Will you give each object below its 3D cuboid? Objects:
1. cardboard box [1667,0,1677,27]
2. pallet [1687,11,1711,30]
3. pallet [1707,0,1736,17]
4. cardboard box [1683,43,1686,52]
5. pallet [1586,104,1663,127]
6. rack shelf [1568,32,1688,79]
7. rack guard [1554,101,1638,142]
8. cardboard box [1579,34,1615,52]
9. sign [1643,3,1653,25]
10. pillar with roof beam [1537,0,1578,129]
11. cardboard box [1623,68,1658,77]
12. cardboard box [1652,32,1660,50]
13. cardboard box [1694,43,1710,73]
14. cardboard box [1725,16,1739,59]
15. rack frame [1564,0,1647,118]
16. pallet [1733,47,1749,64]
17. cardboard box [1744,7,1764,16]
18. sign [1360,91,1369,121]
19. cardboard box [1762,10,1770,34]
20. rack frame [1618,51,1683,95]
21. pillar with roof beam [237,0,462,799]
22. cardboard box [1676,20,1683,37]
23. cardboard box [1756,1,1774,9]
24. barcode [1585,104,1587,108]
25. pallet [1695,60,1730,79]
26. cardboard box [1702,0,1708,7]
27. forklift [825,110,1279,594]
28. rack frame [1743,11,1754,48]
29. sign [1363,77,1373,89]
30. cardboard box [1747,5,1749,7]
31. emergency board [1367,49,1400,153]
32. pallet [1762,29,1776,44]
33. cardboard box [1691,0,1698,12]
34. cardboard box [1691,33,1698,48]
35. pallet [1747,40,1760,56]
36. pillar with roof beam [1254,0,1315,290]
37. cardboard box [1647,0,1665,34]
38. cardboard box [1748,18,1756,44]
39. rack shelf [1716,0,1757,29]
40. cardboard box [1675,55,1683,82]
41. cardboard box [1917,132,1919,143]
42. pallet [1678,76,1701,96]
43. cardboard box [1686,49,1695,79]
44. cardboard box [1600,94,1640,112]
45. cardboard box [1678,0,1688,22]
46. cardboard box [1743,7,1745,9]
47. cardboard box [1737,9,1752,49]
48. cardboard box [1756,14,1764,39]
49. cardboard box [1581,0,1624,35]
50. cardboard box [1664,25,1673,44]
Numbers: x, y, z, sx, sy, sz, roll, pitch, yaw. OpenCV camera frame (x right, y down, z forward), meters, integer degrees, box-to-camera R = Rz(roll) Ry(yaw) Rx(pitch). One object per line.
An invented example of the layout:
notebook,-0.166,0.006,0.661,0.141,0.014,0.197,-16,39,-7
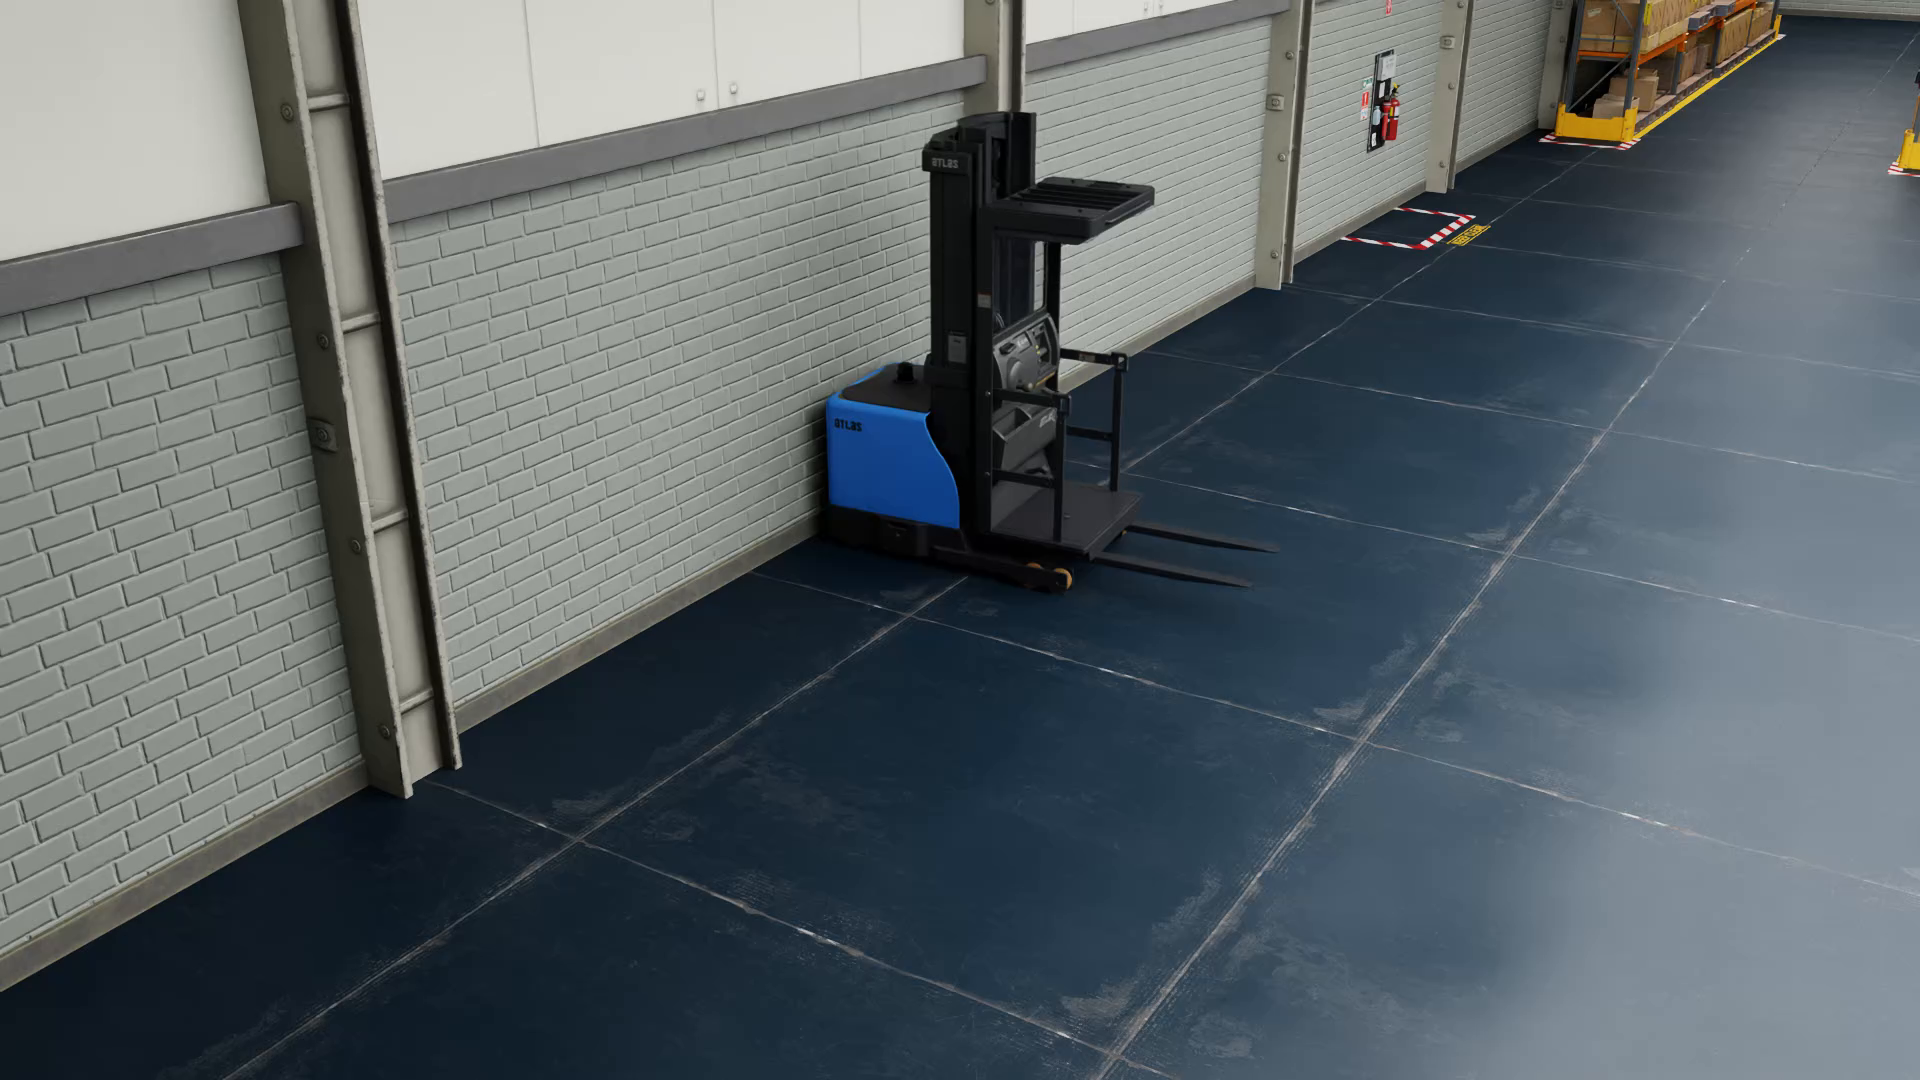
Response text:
cardboard box,11.434,-8.709,27.311,0.500,0.500,0.500,15,27,31
pallet,12.754,-9.301,29.701,1.003,0.211,1.213,14,27,29
pallet,14.052,-10.161,31.687,1.213,0.211,1.003,14,27,29
cardboard box,13.102,-9.138,30.732,0.500,0.250,0.500,13,27,27
pallet,11.260,-7.235,28.196,1.003,0.211,1.213,14,27,29
rack shelf,11.172,-8.157,27.721,1.077,0.370,4.000,14,27,29
rack guard,10.157,-6.690,26.575,1.175,0.500,0.348,14,27,29
cardboard box,10.199,-7.950,26.503,0.500,0.250,0.500,14,27,30
sign,10.578,-8.095,25.584,0.100,0.325,0.005,14,27,29
pillar with roof beam,13.409,-10.080,23.708,9.100,9.000,0.400,14,27,29
cardboard box,11.714,-7.858,28.718,0.500,0.500,0.500,12,26,25
cardboard box,10.906,-8.028,26.683,0.500,0.250,0.500,13,27,27
cardboard box,14.002,-9.313,32.079,0.700,0.500,0.500,14,27,30
cardboard box,15.304,-10.233,33.789,0.750,0.750,0.750,14,27,29
rack frame,10.117,-7.812,26.019,1.000,3.000,0.127,14,27,29
pallet,16.104,-10.306,35.290,1.003,0.211,1.213,14,27,29
cardboard box,17.540,-11.690,36.778,0.380,0.149,0.250,13,27,27
sign,4.872,-5.229,20.009,0.001,0.329,0.234,14,27,29
cardboard box,18.009,-11.831,37.922,0.700,0.500,0.500,14,27,29
rack frame,12.227,-9.162,29.137,1.000,3.000,0.127,14,27,29
pillar with roof beam,0.749,-1.980,4.996,9.100,9.000,0.400,14,27,29
cardboard box,11.965,-8.712,28.263,0.500,0.250,0.500,14,27,29
cardboard box,18.360,-12.216,37.995,0.380,0.149,0.250,14,27,28
barcode,10.228,-7.088,27.167,0.001,0.075,0.075,14,27,29
pallet,14.817,-9.482,33.388,1.003,0.211,1.213,14,27,29
cardboard box,13.460,-10.174,30.795,0.700,0.500,0.500,14,27,29
forklift,0.622,-1.233,10.908,3.031,2.935,1.130,11,26,24
rack frame,16.447,-11.862,35.375,1.000,3.000,0.127,14,27,29
sign,4.881,-5.472,19.903,0.001,0.109,0.331,14,27,29
cardboard box,17.502,-11.954,37.388,0.380,0.149,0.250,14,27,29
emergency board,5.251,-5.378,20.397,0.194,1.169,0.643,14,27,29
pallet,18.202,-11.646,38.386,1.003,0.211,1.213,14,27,29
cardboard box,12.826,-9.761,29.843,0.700,0.500,0.500,17,29,34
cardboard box,13.648,-9.477,31.516,0.500,0.250,0.500,14,27,30
pallet,16.915,-10.822,36.484,1.003,0.211,1.213,14,27,29
pillar with roof beam,7.079,-6.030,14.352,9.100,9.000,0.400,14,27,29
cardboard box,10.894,-8.359,26.503,0.500,0.500,0.500,14,27,29
cardboard box,16.929,-11.138,36.321,0.700,0.500,0.500,14,27,30
rack shelf,15.392,-10.857,33.958,1.077,0.370,4.000,14,27,29
cardboard box,12.831,-8.653,30.556,0.700,0.500,0.500,13,27,28
cardboard box,14.360,-5.949,24.648,0.500,0.250,0.500,14,27,29
pallet,13.279,-8.558,31.254,1.003,0.211,1.213,14,27,29
cardboard box,13.393,-8.989,31.332,0.700,0.500,0.500,14,27,29
cardboard box,10.859,-7.187,27.406,0.500,0.311,0.500,16,28,33
cardboard box,11.982,-9.052,28.104,0.500,0.500,0.500,14,27,29
cardboard box,17.232,-11.781,36.989,0.380,0.149,0.250,14,27,29
cardboard box,16.215,-10.821,35.149,0.750,0.750,0.750,14,27,30
cardboard box,17.469,-11.480,37.110,0.700,0.500,0.500,15,27,30
cardboard box,10.185,-8.300,26.366,0.500,0.500,0.500,14,27,28
cardboard box,11.449,-8.369,27.471,0.500,0.250,0.500,14,27,29
